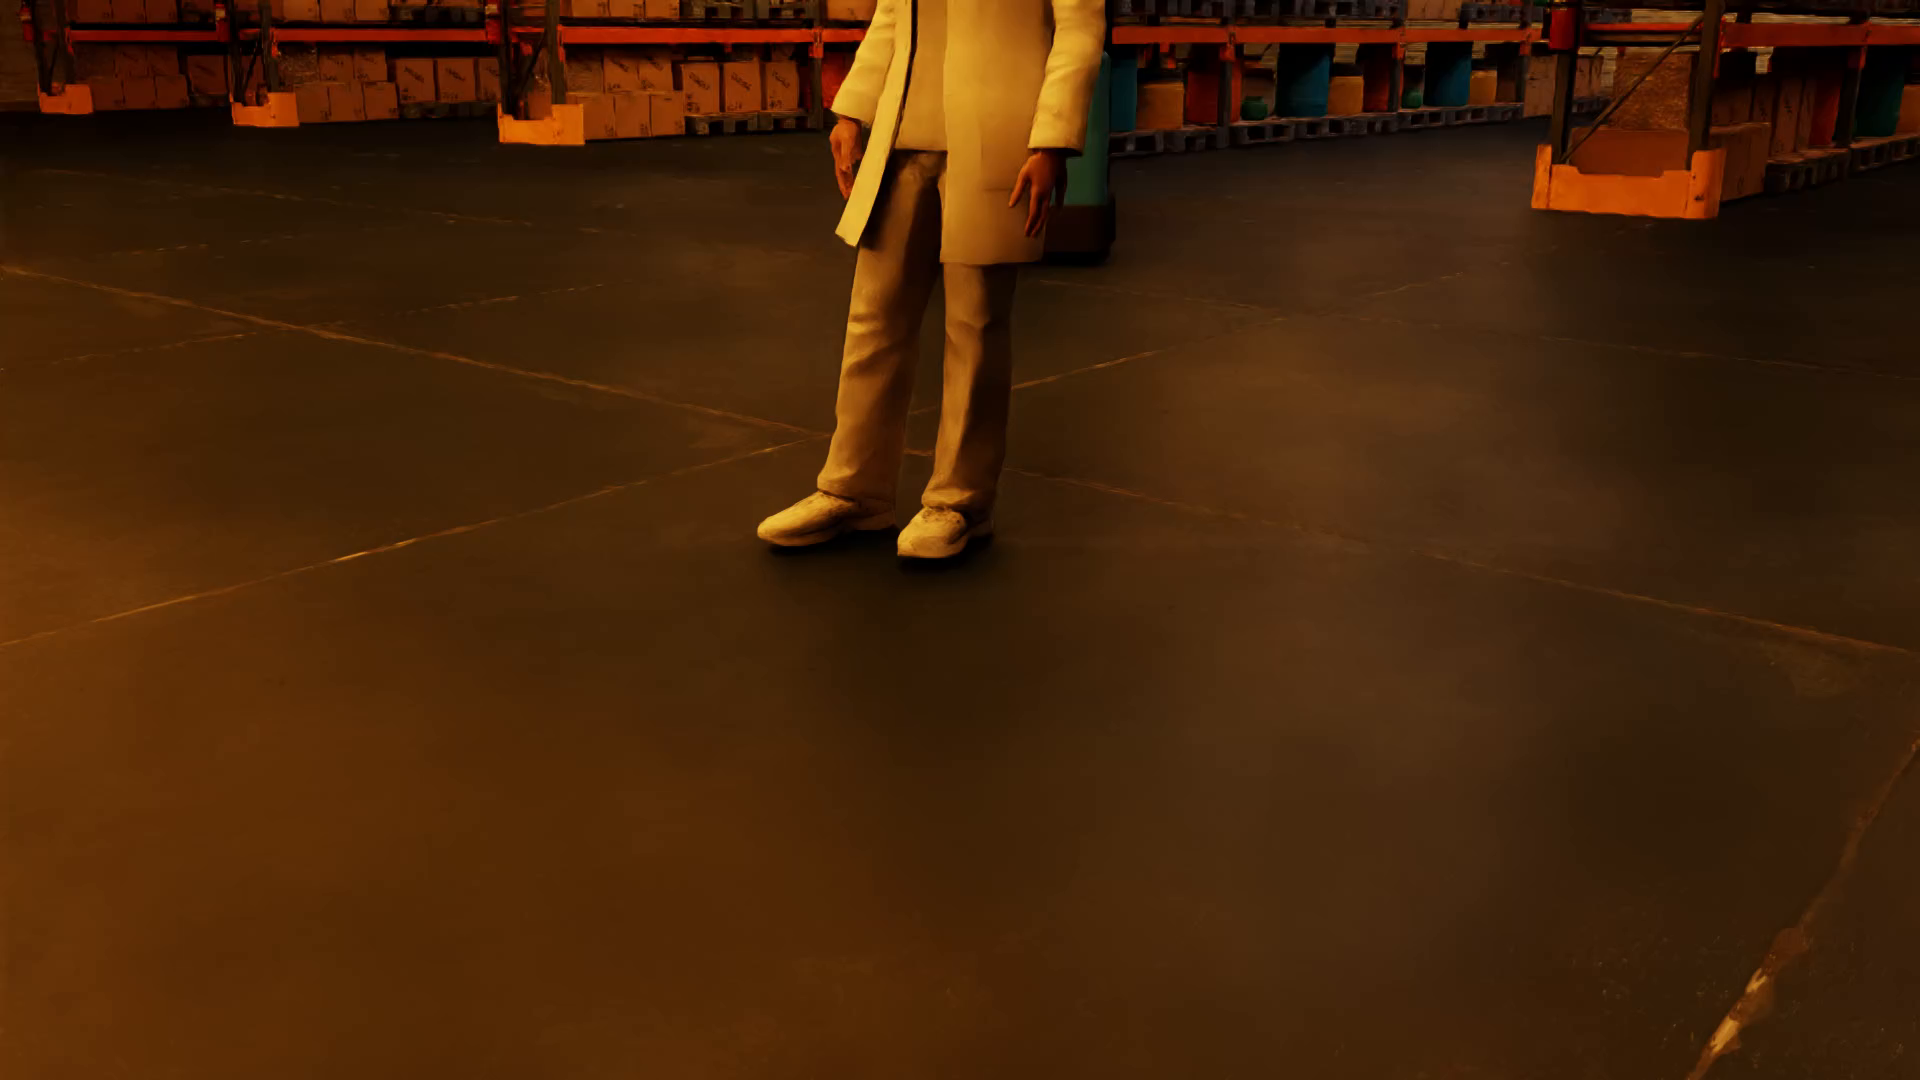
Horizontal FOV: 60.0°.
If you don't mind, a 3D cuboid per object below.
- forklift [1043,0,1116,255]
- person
[{"bbox_3d":[0.344,-3.269,9.664,1.130,2.935,3.031,1,17,4],"label":"forklift"},{"bbox_3d":[-0.061,-0.838,3.617,0.694,1.776,0.579,13,21,37],"label":"person"}]
